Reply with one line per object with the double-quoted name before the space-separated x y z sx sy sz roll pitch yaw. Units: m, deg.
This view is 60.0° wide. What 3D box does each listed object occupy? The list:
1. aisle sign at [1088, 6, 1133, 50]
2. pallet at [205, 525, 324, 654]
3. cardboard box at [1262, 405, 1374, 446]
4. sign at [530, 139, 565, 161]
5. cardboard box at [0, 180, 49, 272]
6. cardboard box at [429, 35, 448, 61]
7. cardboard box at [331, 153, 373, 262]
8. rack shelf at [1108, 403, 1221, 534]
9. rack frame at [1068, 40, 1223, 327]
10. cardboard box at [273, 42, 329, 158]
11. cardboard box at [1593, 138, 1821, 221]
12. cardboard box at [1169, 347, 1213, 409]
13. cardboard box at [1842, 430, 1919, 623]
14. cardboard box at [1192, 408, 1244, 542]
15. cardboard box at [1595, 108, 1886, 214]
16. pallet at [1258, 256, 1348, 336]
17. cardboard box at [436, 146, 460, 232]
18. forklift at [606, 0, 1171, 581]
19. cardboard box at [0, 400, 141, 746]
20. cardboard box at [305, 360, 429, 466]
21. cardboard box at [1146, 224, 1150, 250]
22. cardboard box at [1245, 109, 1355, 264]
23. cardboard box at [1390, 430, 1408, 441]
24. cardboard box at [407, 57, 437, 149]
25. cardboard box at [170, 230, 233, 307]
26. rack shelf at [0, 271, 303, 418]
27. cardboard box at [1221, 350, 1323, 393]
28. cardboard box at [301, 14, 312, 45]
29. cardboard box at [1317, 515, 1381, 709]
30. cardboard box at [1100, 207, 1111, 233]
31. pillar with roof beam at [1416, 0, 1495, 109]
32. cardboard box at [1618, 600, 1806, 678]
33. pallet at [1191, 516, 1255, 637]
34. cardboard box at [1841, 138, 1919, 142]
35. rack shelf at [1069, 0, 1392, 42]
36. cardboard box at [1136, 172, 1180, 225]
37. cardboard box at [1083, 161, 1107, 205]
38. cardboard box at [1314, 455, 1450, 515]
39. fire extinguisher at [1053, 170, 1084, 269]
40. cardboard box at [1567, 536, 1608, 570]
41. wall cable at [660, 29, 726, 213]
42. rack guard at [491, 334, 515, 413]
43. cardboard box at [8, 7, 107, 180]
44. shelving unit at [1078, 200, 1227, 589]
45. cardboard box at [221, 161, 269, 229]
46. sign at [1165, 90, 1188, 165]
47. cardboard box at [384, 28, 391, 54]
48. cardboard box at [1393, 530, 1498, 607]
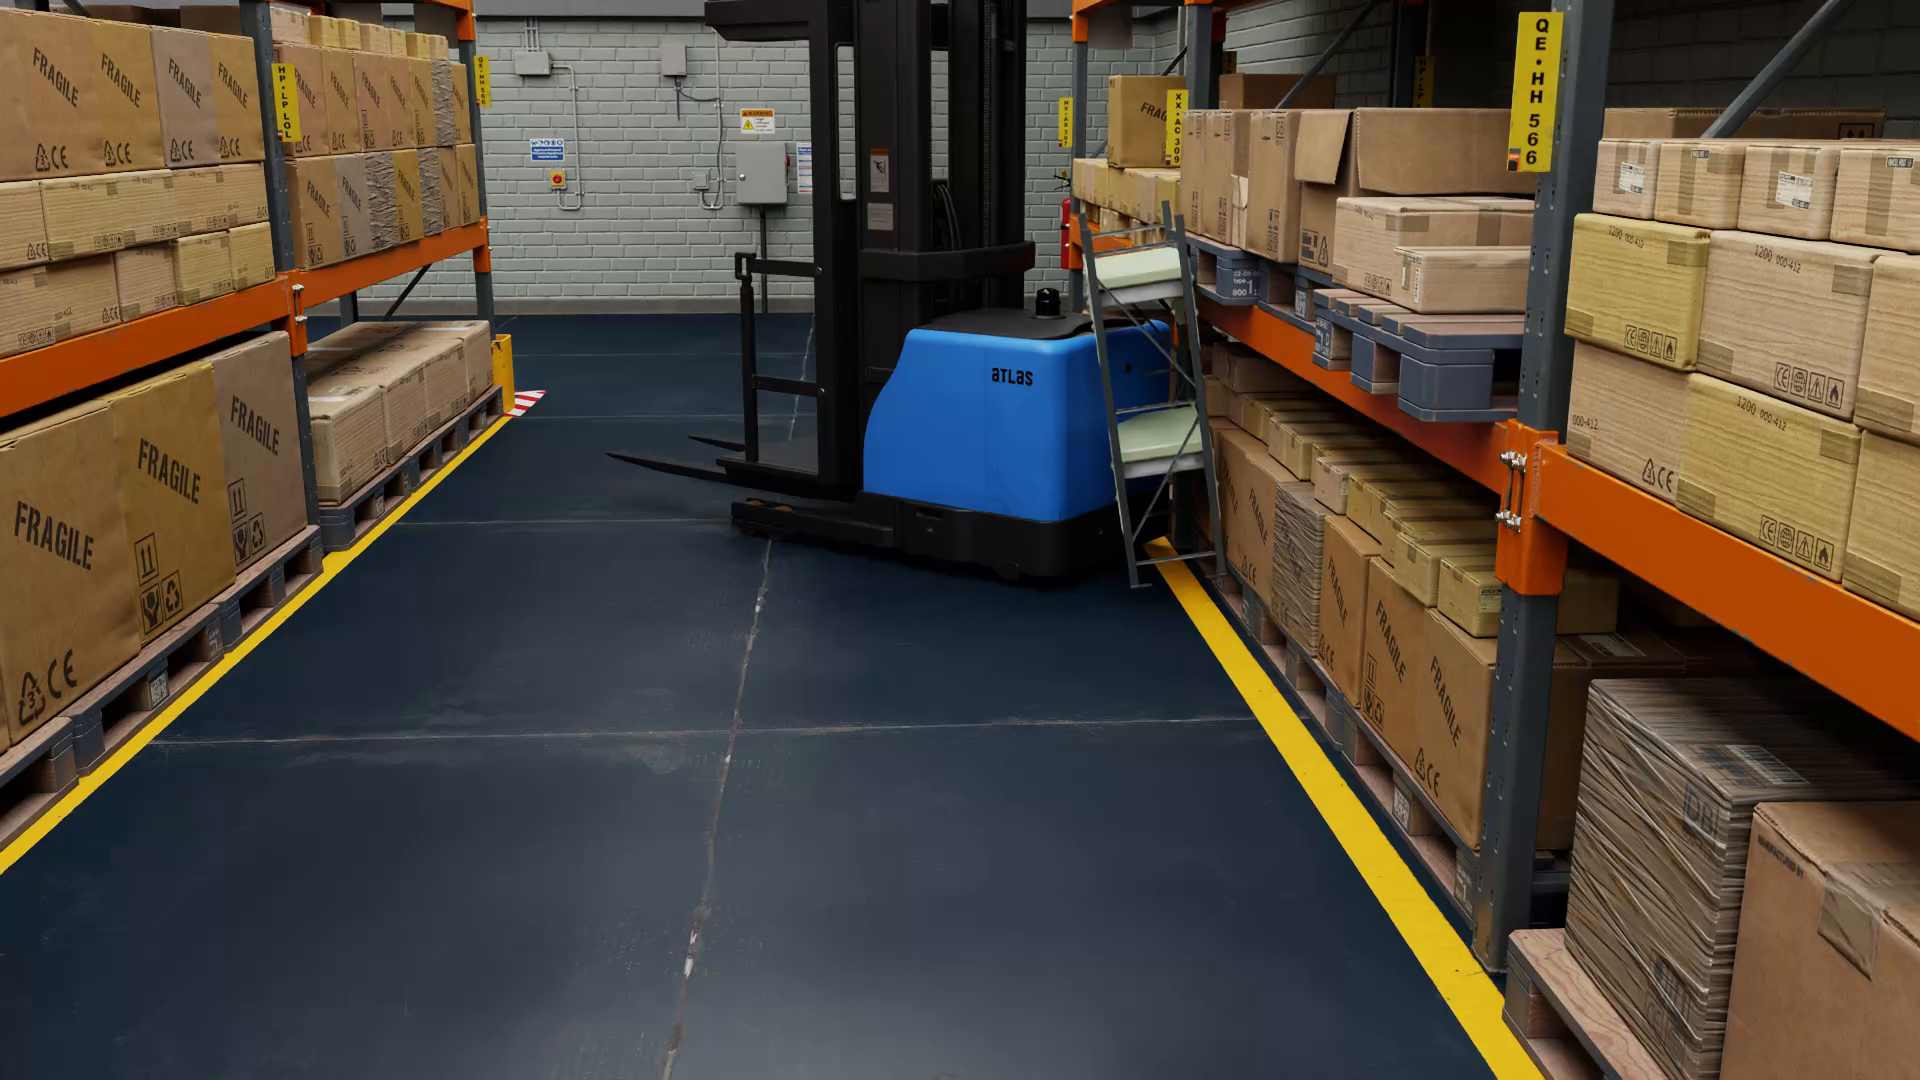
"aisle sign" 0.965 -3.693 11.142 0.394 0.787 0.004 -1 14 -3
"pallet" -3.321 0.192 6.856 1.003 0.211 1.213 -1 14 -3
"cardboard box" 1.419 -0.441 6.592 0.380 0.149 0.250 -1 14 -4
"sign" -4.117 -3.891 16.588 0.327 0.218 0.001 -1 14 -3
"cardboard box" -3.031 -0.906 4.826 0.500 0.250 0.500 -1 14 -4
"cardboard box" -3.330 -2.979 10.075 0.380 0.149 0.250 -1 14 -4
"cardboard box" -3.239 -1.643 8.193 0.500 0.500 0.500 -1 14 -3
"rack shelf" 0.864 -0.329 7.188 0.431 0.370 0.720 -8 15 5
"rack frame" 1.262 -2.421 11.418 1.000 3.000 0.127 -1 14 -3
"cardboard box" -3.232 -2.004 7.588 0.500 0.500 0.500 -1 14 -3
"cardboard box" 1.483 -0.711 3.266 0.380 0.149 0.250 0 14 -2
"cardboard box" 1.284 -0.789 9.248 0.700 0.500 0.500 -1 14 -6
"cardboard box" 1.606 0.008 2.276 0.500 0.250 0.500 -1 14 -5
"cardboard box" 1.315 -0.296 7.329 0.500 0.500 0.500 0 14 -1
"cardboard box" 1.882 -0.814 4.127 0.500 0.500 0.500 0 14 -1
"pallet" 1.633 -0.822 5.588 1.003 0.211 1.213 -1 14 -3
"cardboard box" -3.382 -2.151 10.167 0.500 0.500 0.500 -1 14 -5
"forklift" -0.500 -1.513 8.024 3.031 2.935 1.130 11 18 35
"cardboard box" -3.207 0.076 5.131 0.875 0.875 0.875 -1 14 -3
"cardboard box" -3.432 -0.692 8.995 0.875 0.438 0.875 -1 14 -5
"cardboard box" 1.171 -1.575 8.631 0.380 0.149 0.250 -1 14 -2
"cardboard box" 1.397 -1.231 5.746 0.700 0.500 0.500 -1 14 -4
"cardboard box" 1.871 -0.388 6.387 0.380 0.149 0.250 0 14 -2
"cardboard box" -3.335 -2.508 9.546 0.500 0.500 0.500 -1 14 -4
"cardboard box" -3.134 -1.042 6.358 0.500 0.250 0.500 -1 14 -4
"rack shelf" -3.320 -0.503 5.406 1.077 0.370 4.000 -1 14 -3
"cardboard box" 1.330 -0.720 7.081 0.380 0.149 0.250 -2 15 -6
"cardboard box" -3.294 -2.405 7.844 0.380 0.149 0.250 -1 14 -4
"cardboard box" 1.461 0.219 5.330 0.500 0.500 0.500 0 14 -1
"cardboard box" 1.039 -1.893 9.866 0.380 0.149 0.250 -1 14 -5
"pillar with roof beam" -1.930 -4.453 7.272 9.100 9.000 0.400 -1 14 -3
"cardboard box" 2.011 0.466 4.368 0.500 0.500 0.500 0 14 -1
"pallet" 1.598 0.126 7.115 1.003 0.211 1.213 -1 14 -3
"cardboard box" 1.980 -0.717 3.289 0.380 0.149 0.250 0 14 -2
"rack shelf" 1.386 -3.028 9.200 1.077 0.370 4.000 -1 14 -3
"cardboard box" 1.189 -1.745 8.494 0.500 0.250 0.500 -1 14 -3
"cardboard box" 1.053 -2.250 10.457 0.500 0.250 0.500 -1 14 -3
"cardboard box" 1.420 -0.188 5.609 0.380 0.149 0.250 -2 15 -6
"fire extinguisher" 0.792 -2.233 11.588 0.296 0.674 0.183 -1 14 -3
"cardboard box" 1.951 0.000 4.880 0.380 0.149 0.250 -1 14 -3
"wall cable" -2.650 -4.263 16.535 0.588 1.984 0.122 -1 14 -3
"rack guard" -3.693 -1.139 11.451 1.175 0.500 0.348 -1 14 -3
"cardboard box" -3.068 -1.391 5.206 0.500 0.500 0.500 -1 14 -3
"shelving unit" 0.813 -0.639 7.102 0.431 1.500 0.755 -8 15 5
"cardboard box" -3.174 -1.413 6.795 0.500 0.250 0.500 -1 14 -3
"sign" 0.969 -1.836 7.403 0.100 0.325 0.005 -1 14 -3
"cardboard box" -3.338 -2.722 9.078 0.380 0.149 0.250 0 14 -2
"cardboard box" 1.426 0.075 4.587 0.380 0.149 0.250 -2 15 -6
